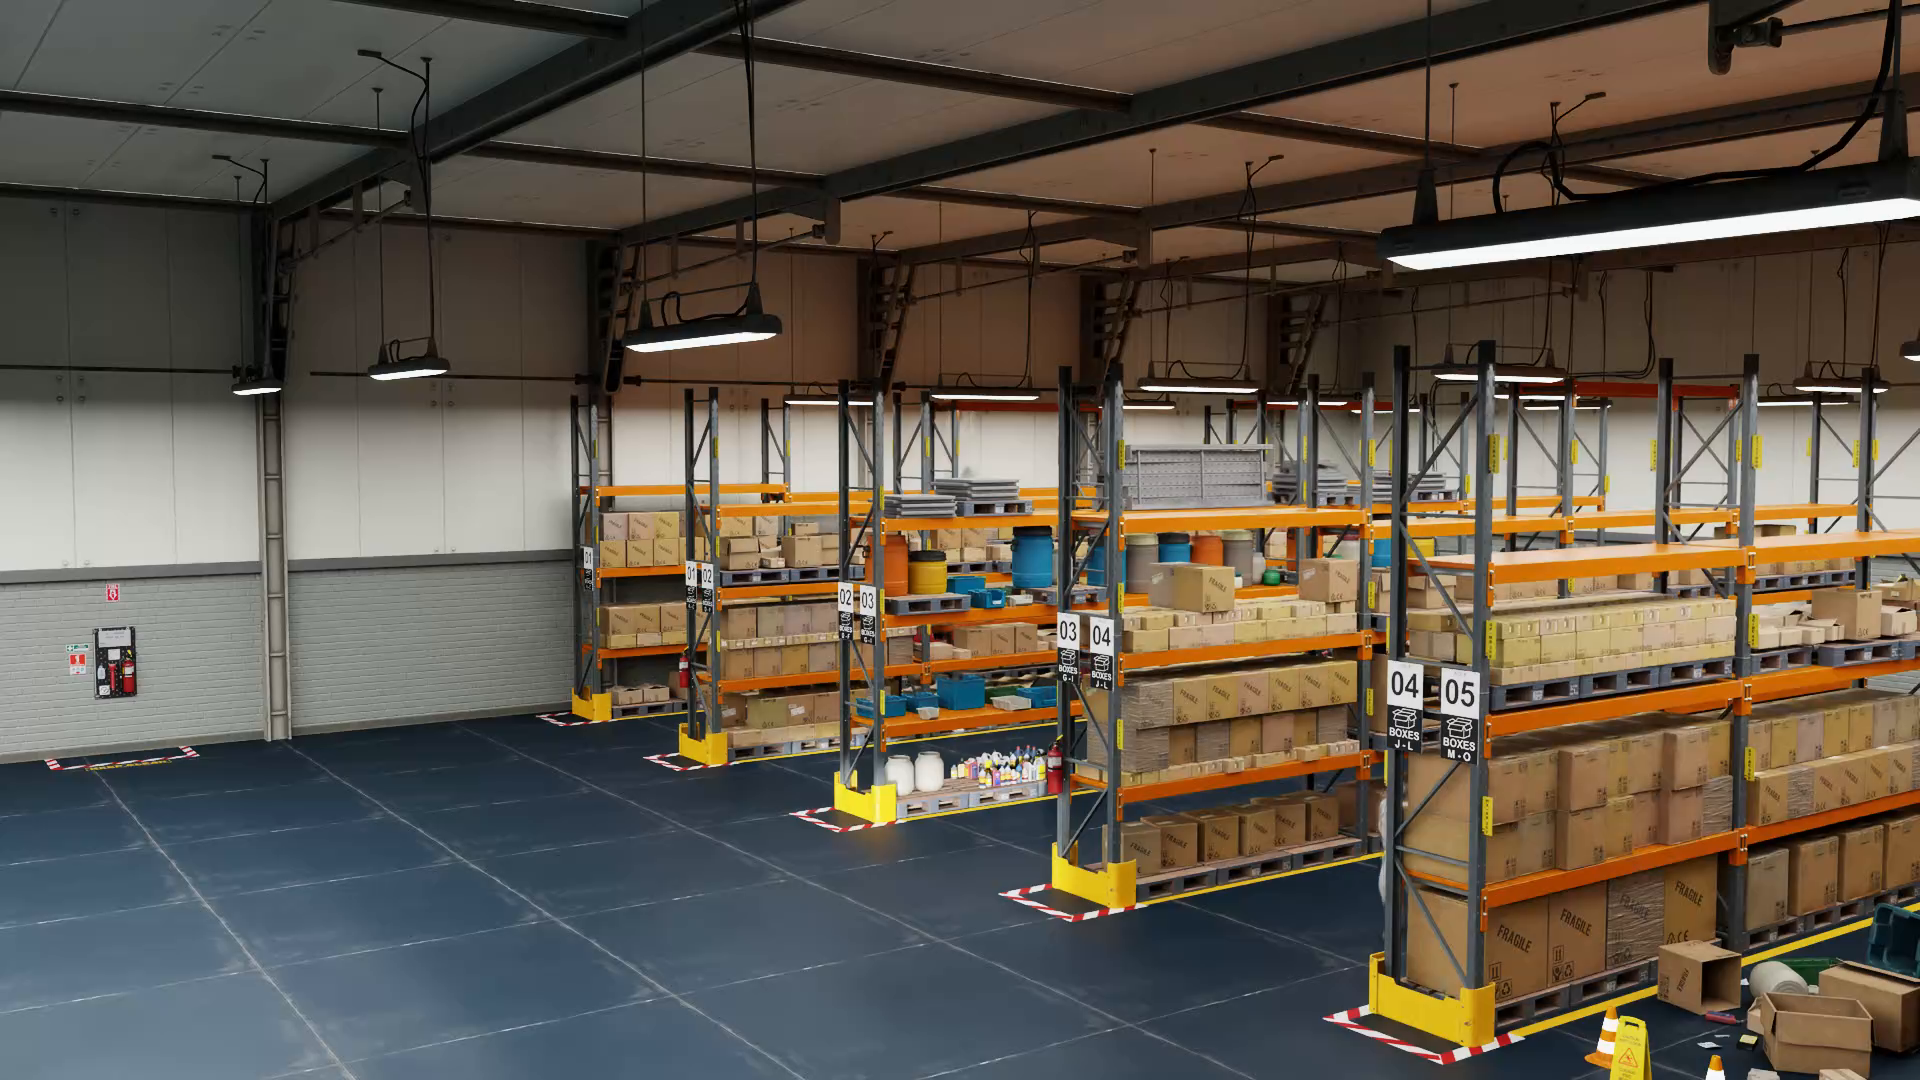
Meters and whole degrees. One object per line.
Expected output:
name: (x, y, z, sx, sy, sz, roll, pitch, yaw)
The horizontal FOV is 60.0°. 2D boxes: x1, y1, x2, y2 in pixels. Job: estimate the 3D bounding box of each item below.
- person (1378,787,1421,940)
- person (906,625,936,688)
person: (4.688, 3.340, 17.474, 0.941, 1.671, 0.618, -3, 5, -43)
person: (-0.750, 2.343, 32.288, 0.954, 1.743, 0.656, -3, 5, -43)
